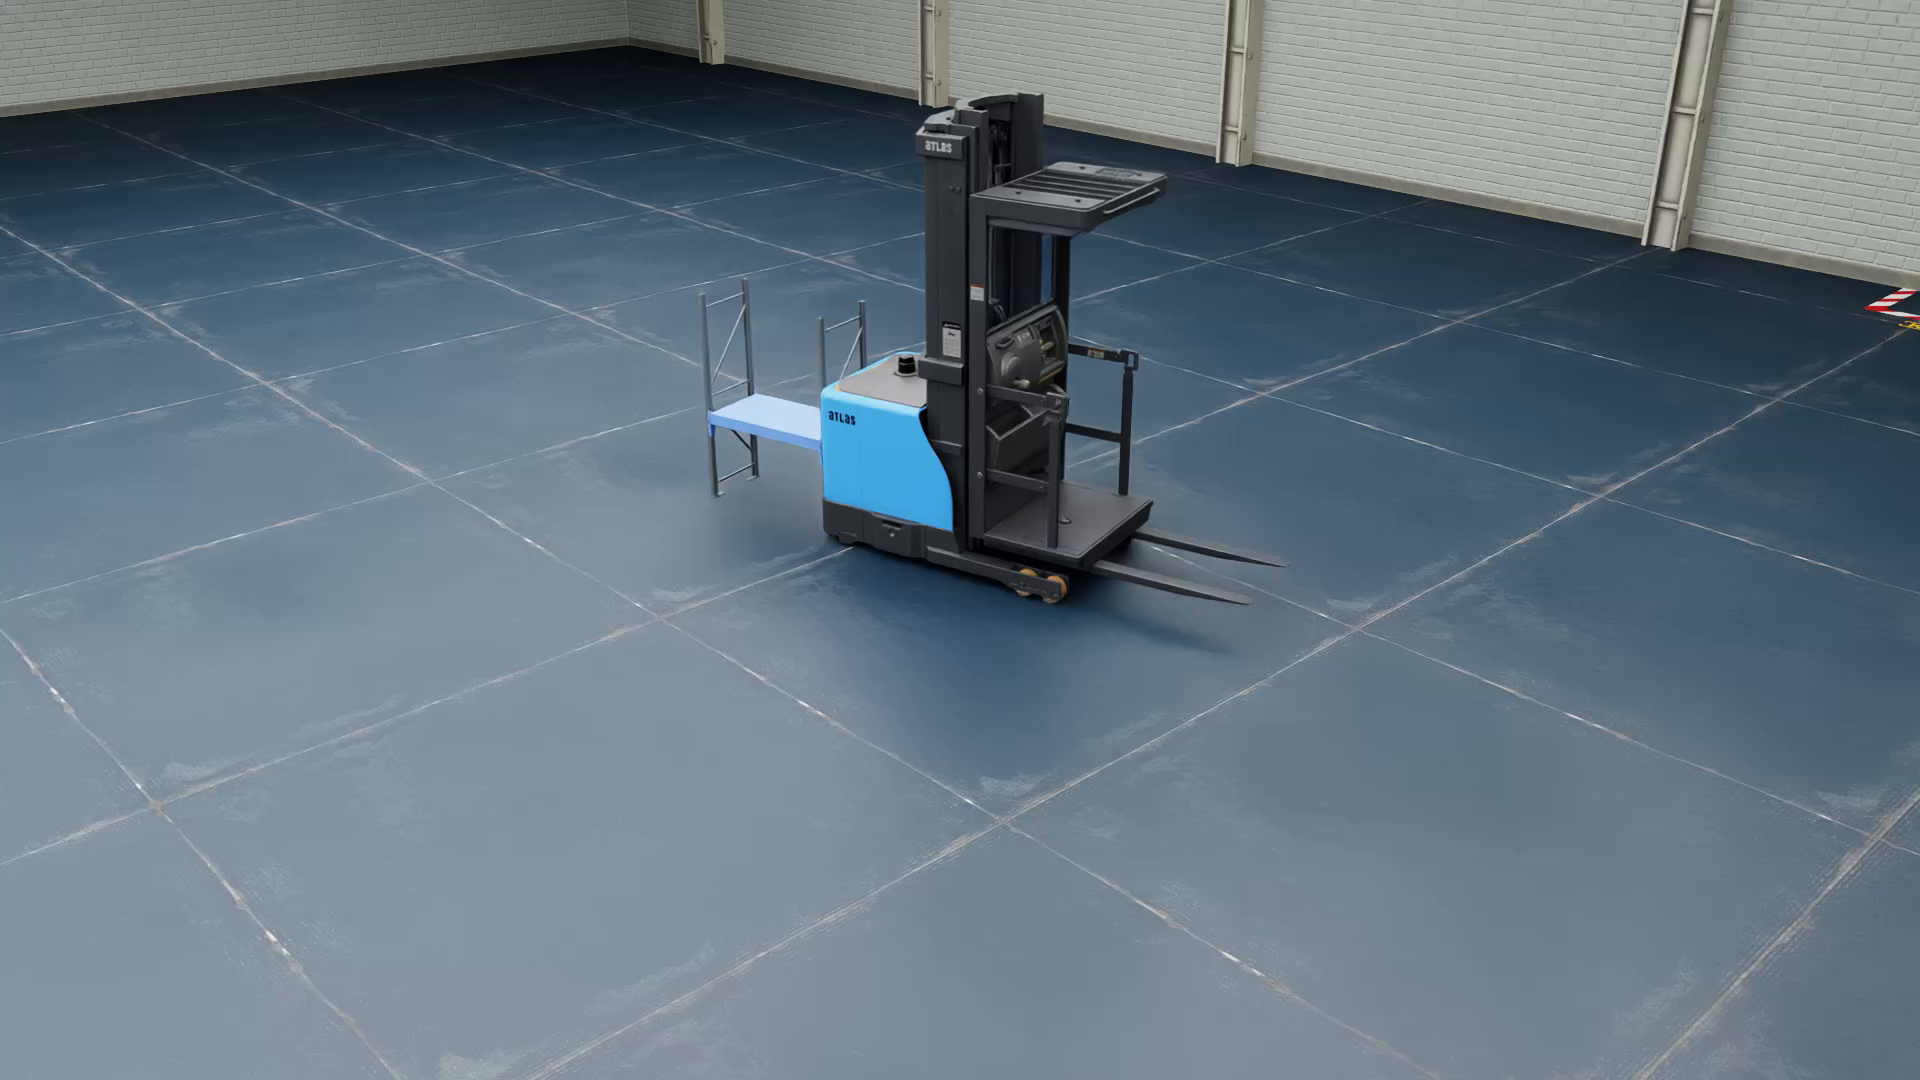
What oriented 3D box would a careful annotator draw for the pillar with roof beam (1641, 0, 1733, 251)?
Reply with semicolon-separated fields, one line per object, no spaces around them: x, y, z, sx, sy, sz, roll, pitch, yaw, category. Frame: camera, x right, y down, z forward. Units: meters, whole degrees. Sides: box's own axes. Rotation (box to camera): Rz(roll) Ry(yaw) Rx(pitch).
4.649;-6.131;13.846;9.100;9.000;0.400;-21;32;-38;pillar with roof beam

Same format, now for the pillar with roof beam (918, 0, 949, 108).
-3.553;-9.766;21.816;9.100;9.000;0.400;-21;32;-38;pillar with roof beam

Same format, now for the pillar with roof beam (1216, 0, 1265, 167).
0.548;-7.948;17.831;9.100;9.000;0.400;-21;32;-38;pillar with roof beam

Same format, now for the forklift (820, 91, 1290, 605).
0.601;-1.193;10.333;3.031;2.935;1.130;14;28;28;forklift

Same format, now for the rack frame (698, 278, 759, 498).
-1.633;-1.071;11.791;0.032;1.500;0.500;15;29;30;rack frame

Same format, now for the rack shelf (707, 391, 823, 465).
-1.208;-0.792;11.613;1.000;0.185;0.538;15;29;30;rack shelf

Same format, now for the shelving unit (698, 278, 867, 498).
-1.208;-0.956;11.538;1.048;1.500;0.538;15;29;30;shelving unit

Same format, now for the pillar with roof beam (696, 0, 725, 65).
-7.654;-11.584;25.800;9.100;9.000;0.400;-21;32;-38;pillar with roof beam

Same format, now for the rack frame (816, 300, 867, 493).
-0.783;-0.840;11.285;0.032;1.500;0.500;15;29;30;rack frame
